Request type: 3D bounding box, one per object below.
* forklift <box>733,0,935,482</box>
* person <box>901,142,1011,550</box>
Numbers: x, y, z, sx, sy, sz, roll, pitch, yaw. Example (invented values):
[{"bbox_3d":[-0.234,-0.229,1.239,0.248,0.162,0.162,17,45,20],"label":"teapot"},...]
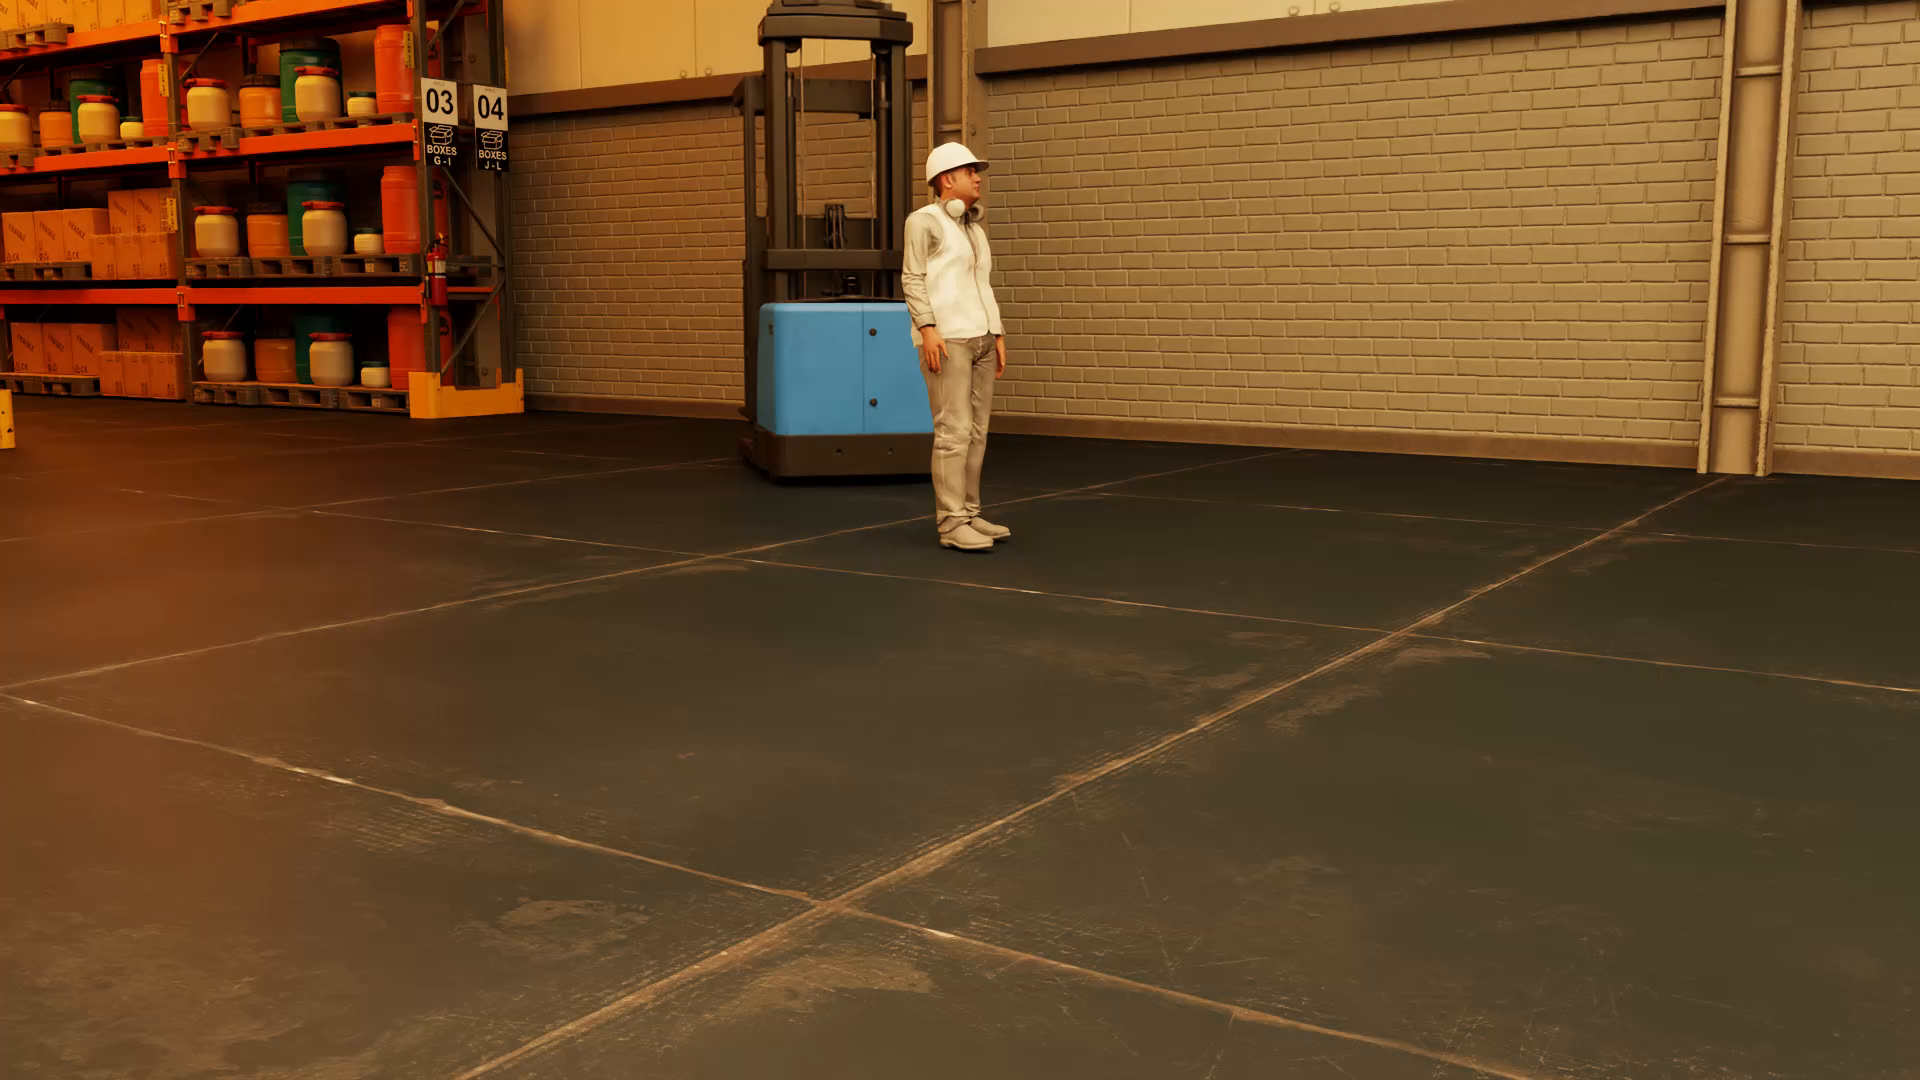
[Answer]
[{"bbox_3d":[-0.904,-1.970,11.044,1.130,2.935,3.031,-2,8,-13],"label":"forklift"},{"bbox_3d":[0.047,-0.880,7.437,0.568,1.774,0.633,5,10,34],"label":"person"}]
